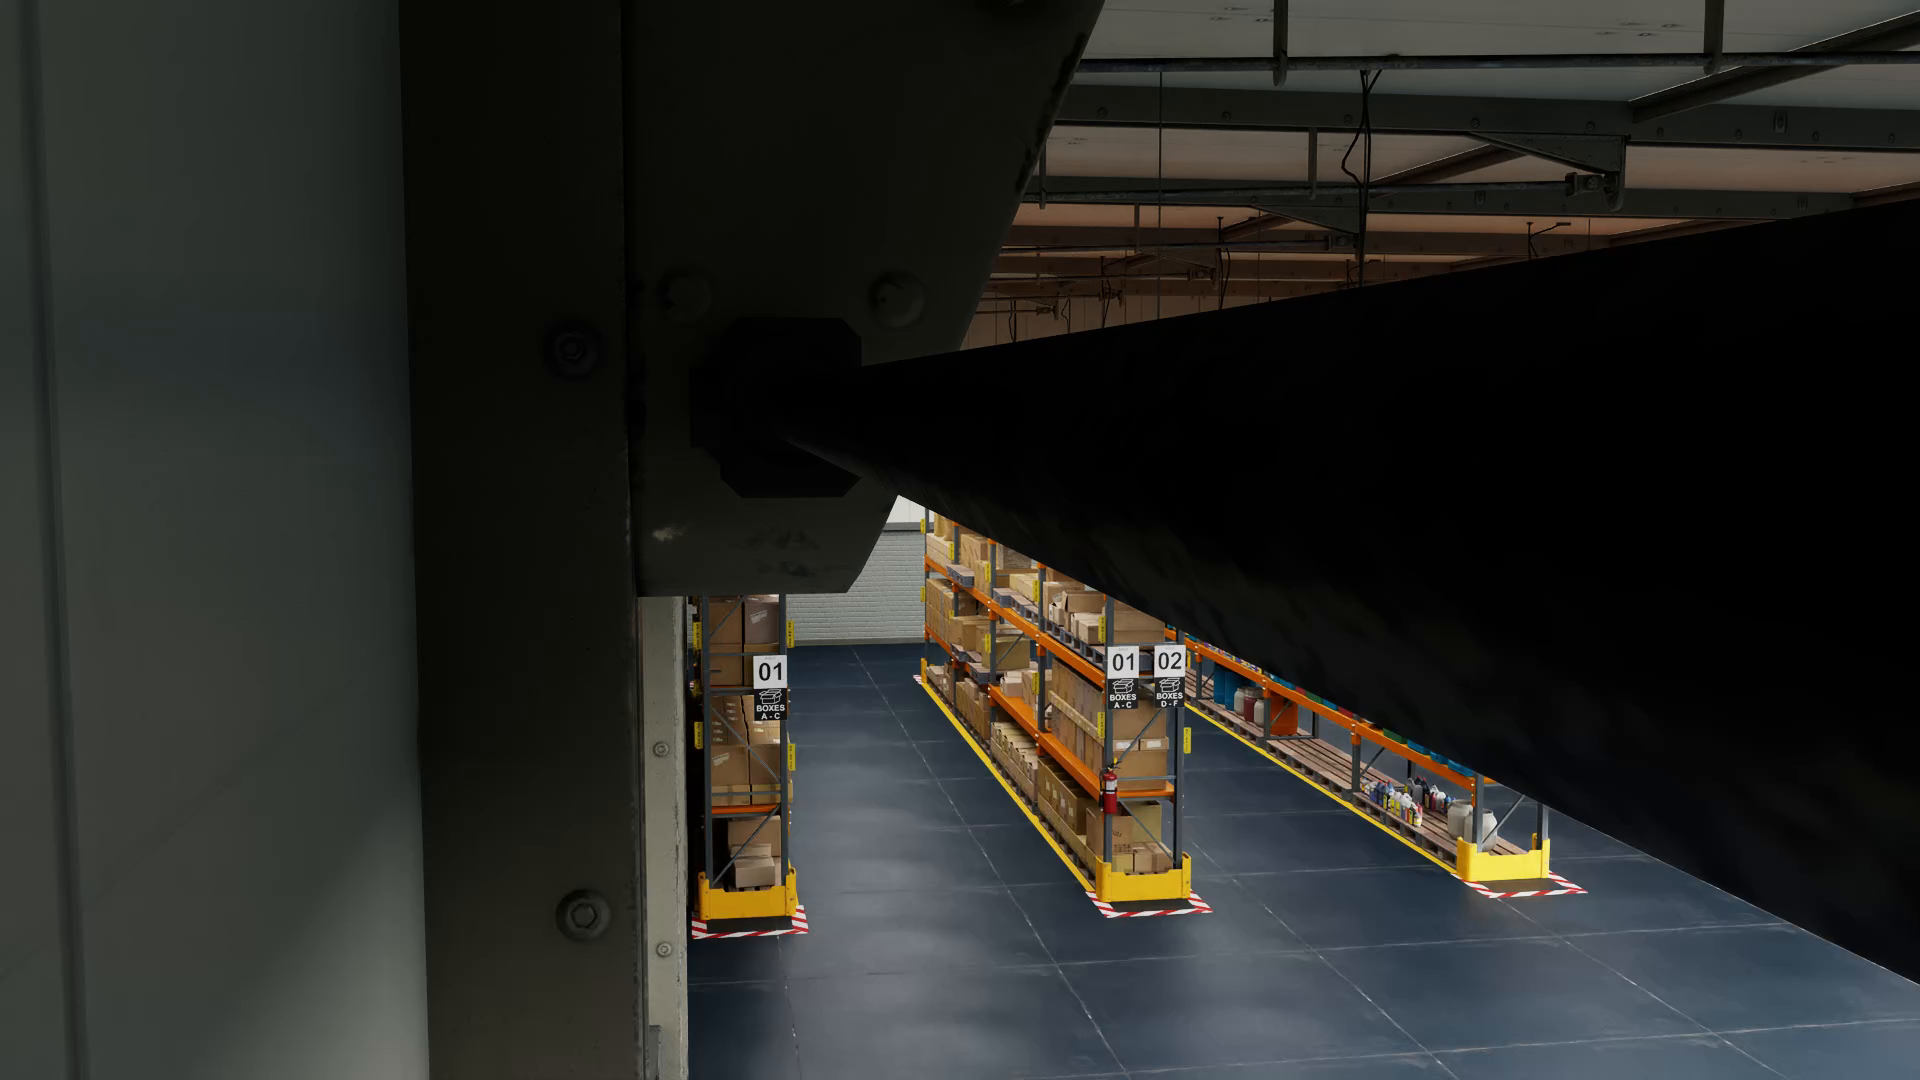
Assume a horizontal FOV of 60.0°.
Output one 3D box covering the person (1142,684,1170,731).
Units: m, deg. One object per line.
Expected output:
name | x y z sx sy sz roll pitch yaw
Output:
person | 3.495 2.885 29.562 0.699 1.745 0.786 -2 5 -17
